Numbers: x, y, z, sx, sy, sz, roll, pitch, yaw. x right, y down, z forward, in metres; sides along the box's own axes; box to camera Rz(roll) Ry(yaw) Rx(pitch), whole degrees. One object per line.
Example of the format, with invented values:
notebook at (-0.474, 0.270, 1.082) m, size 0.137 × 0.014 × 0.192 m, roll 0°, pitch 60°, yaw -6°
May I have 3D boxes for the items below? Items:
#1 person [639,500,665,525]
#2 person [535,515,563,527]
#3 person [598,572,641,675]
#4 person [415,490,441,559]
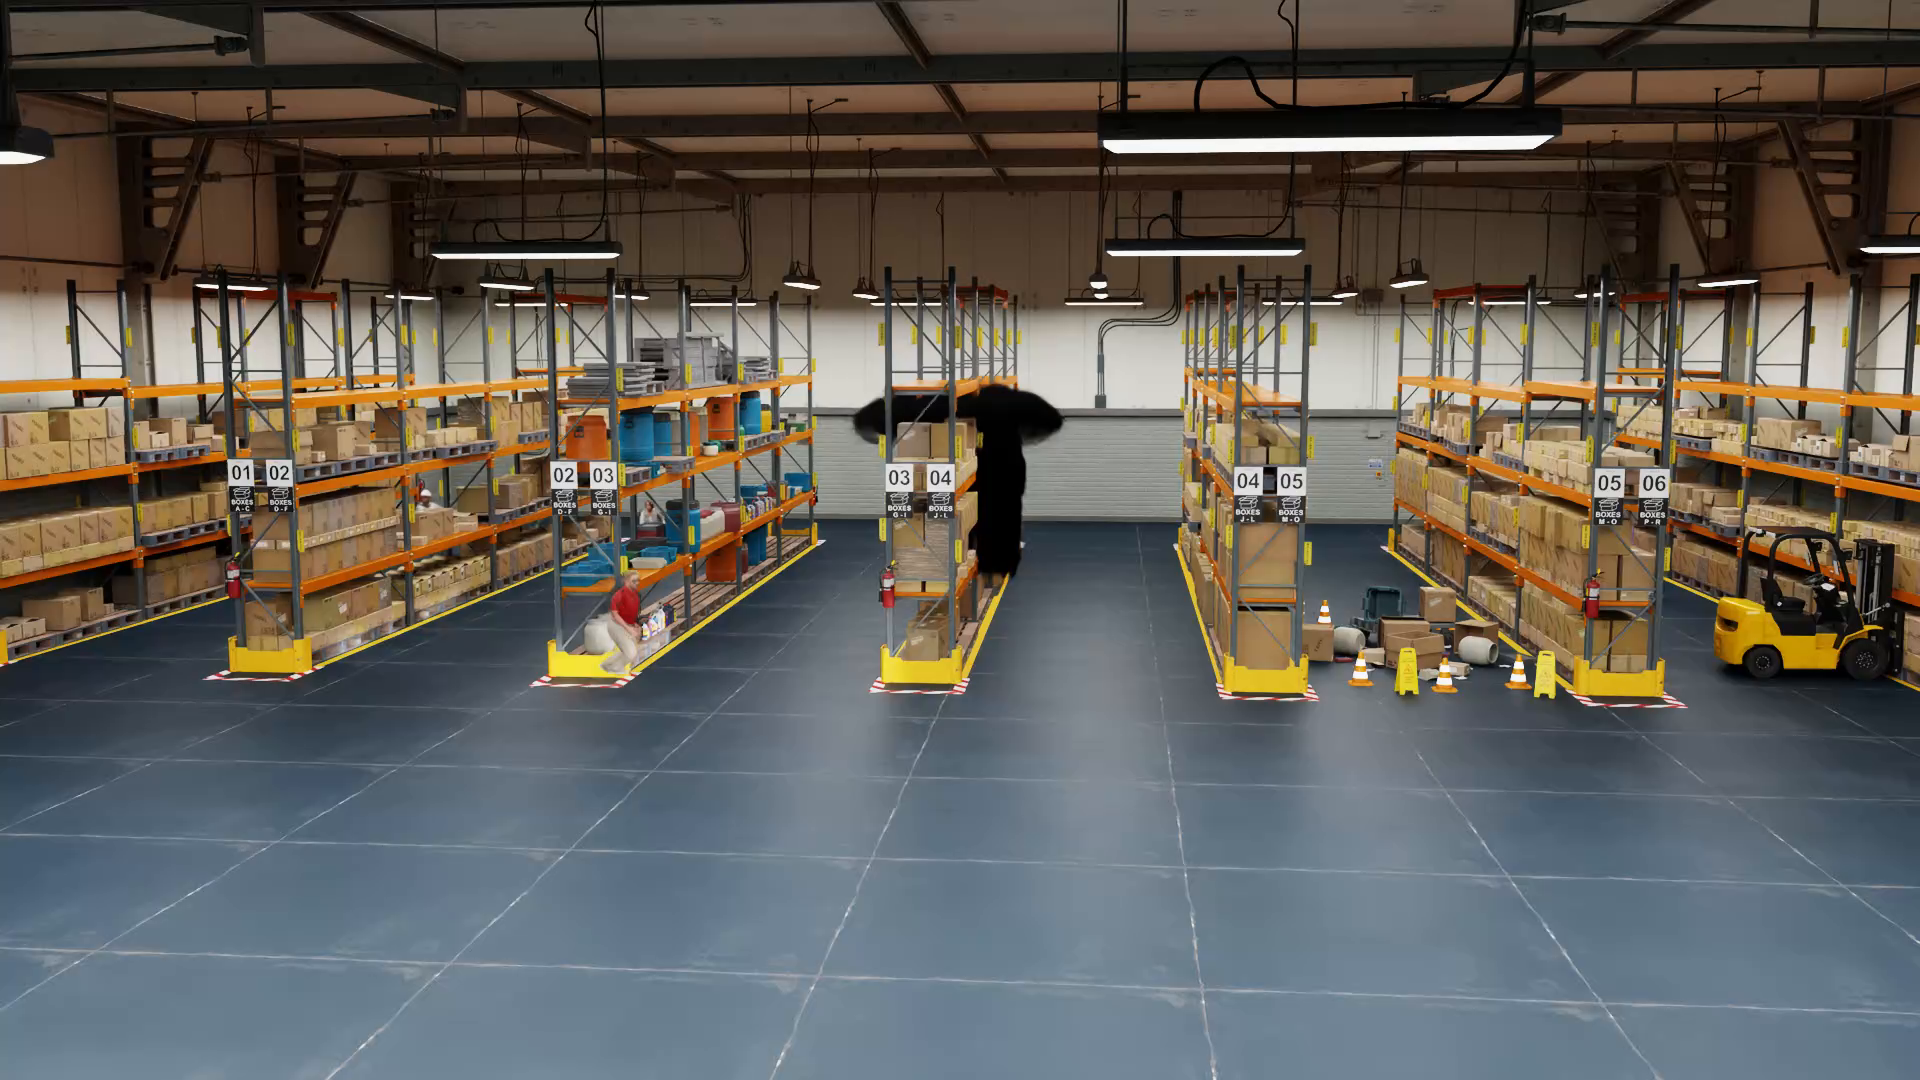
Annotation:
person at (-6.508, -0.163, 35.193) m, size 0.545 × 1.412 × 0.825 m, roll 0°, pitch 7°, yaw -4°
person at (-10.371, -0.998, 42.155) m, size 0.866 × 1.822 × 0.685 m, roll 1°, pitch 7°, yaw 9°
person at (-4.789, 1.195, 23.339) m, size 0.722 × 1.543 × 0.650 m, roll 2°, pitch 7°, yaw 17°
person at (-11.309, -0.163, 35.367) m, size 0.600 × 1.826 × 0.834 m, roll 1°, pitch 7°, yaw 11°
